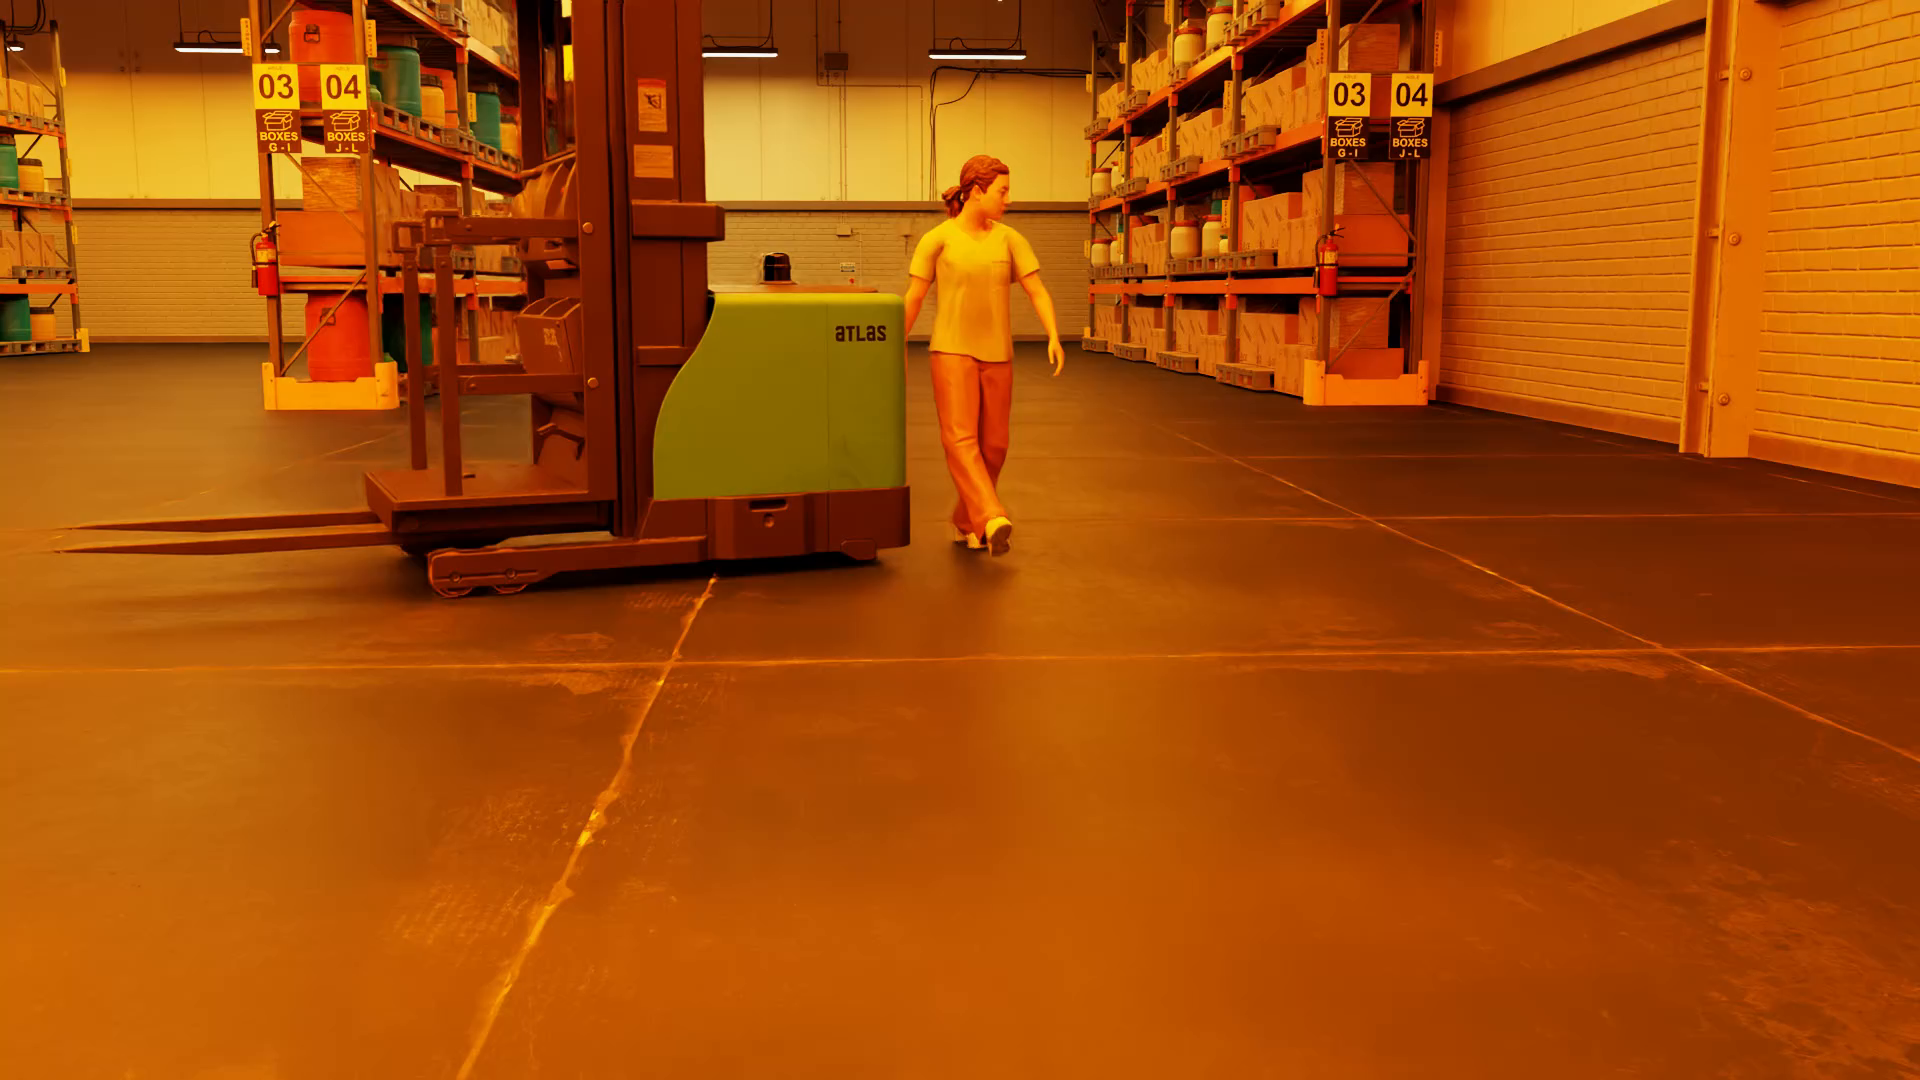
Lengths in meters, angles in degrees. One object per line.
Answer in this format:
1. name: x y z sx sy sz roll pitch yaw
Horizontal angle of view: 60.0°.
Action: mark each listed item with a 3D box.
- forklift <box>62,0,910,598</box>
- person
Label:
1. forklift: -1.763 -1.331 6.298 3.031 2.935 1.130 -4 9 -24
2. person: 0.076 -0.730 6.704 0.641 1.627 0.926 -3 9 -20
